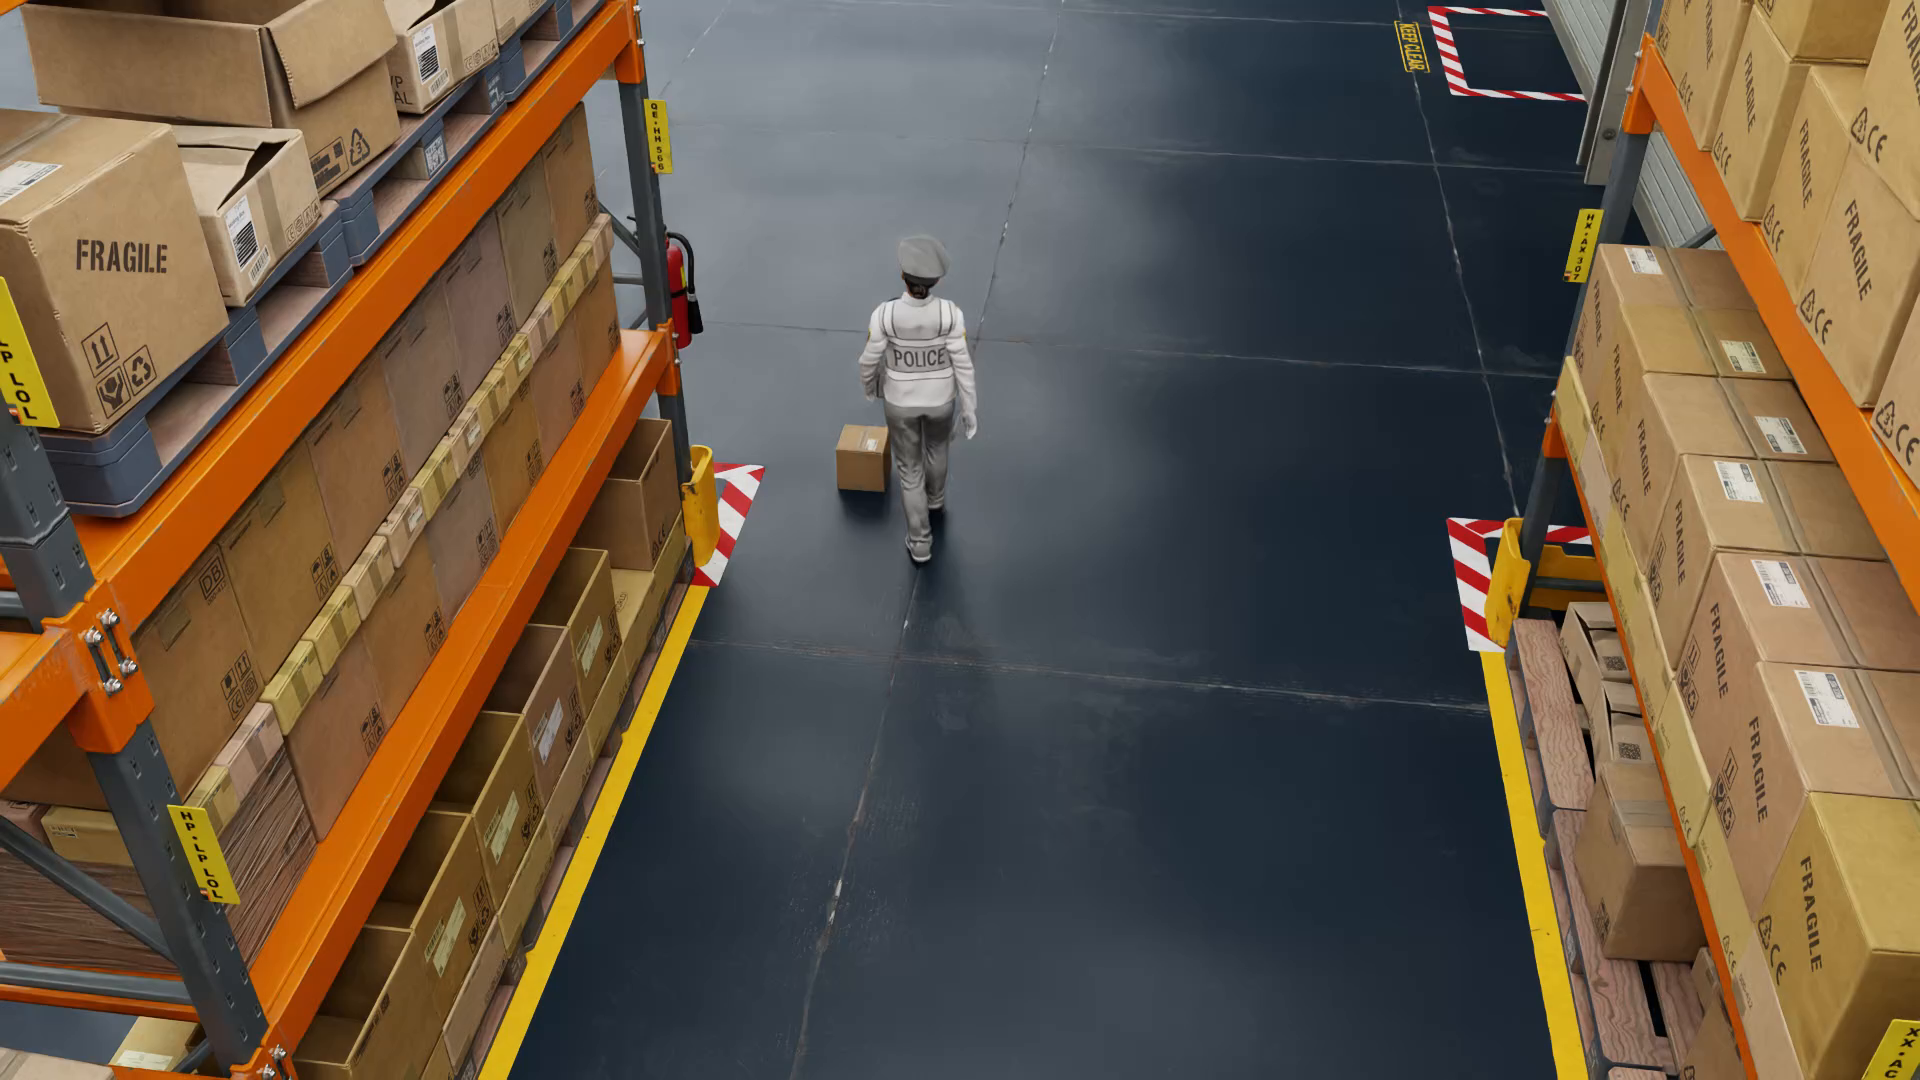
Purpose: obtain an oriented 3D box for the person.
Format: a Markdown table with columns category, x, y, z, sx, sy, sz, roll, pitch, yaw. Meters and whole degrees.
| category | x | y | z | sx | sy | sz | roll | pitch | yaw |
| --- | --- | --- | --- | --- | --- | --- | --- | --- | --- |
| person | -0.226 | -0.733 | 8.018 | 0.540 | 1.692 | 0.669 | -6 | 37 | -8 |
